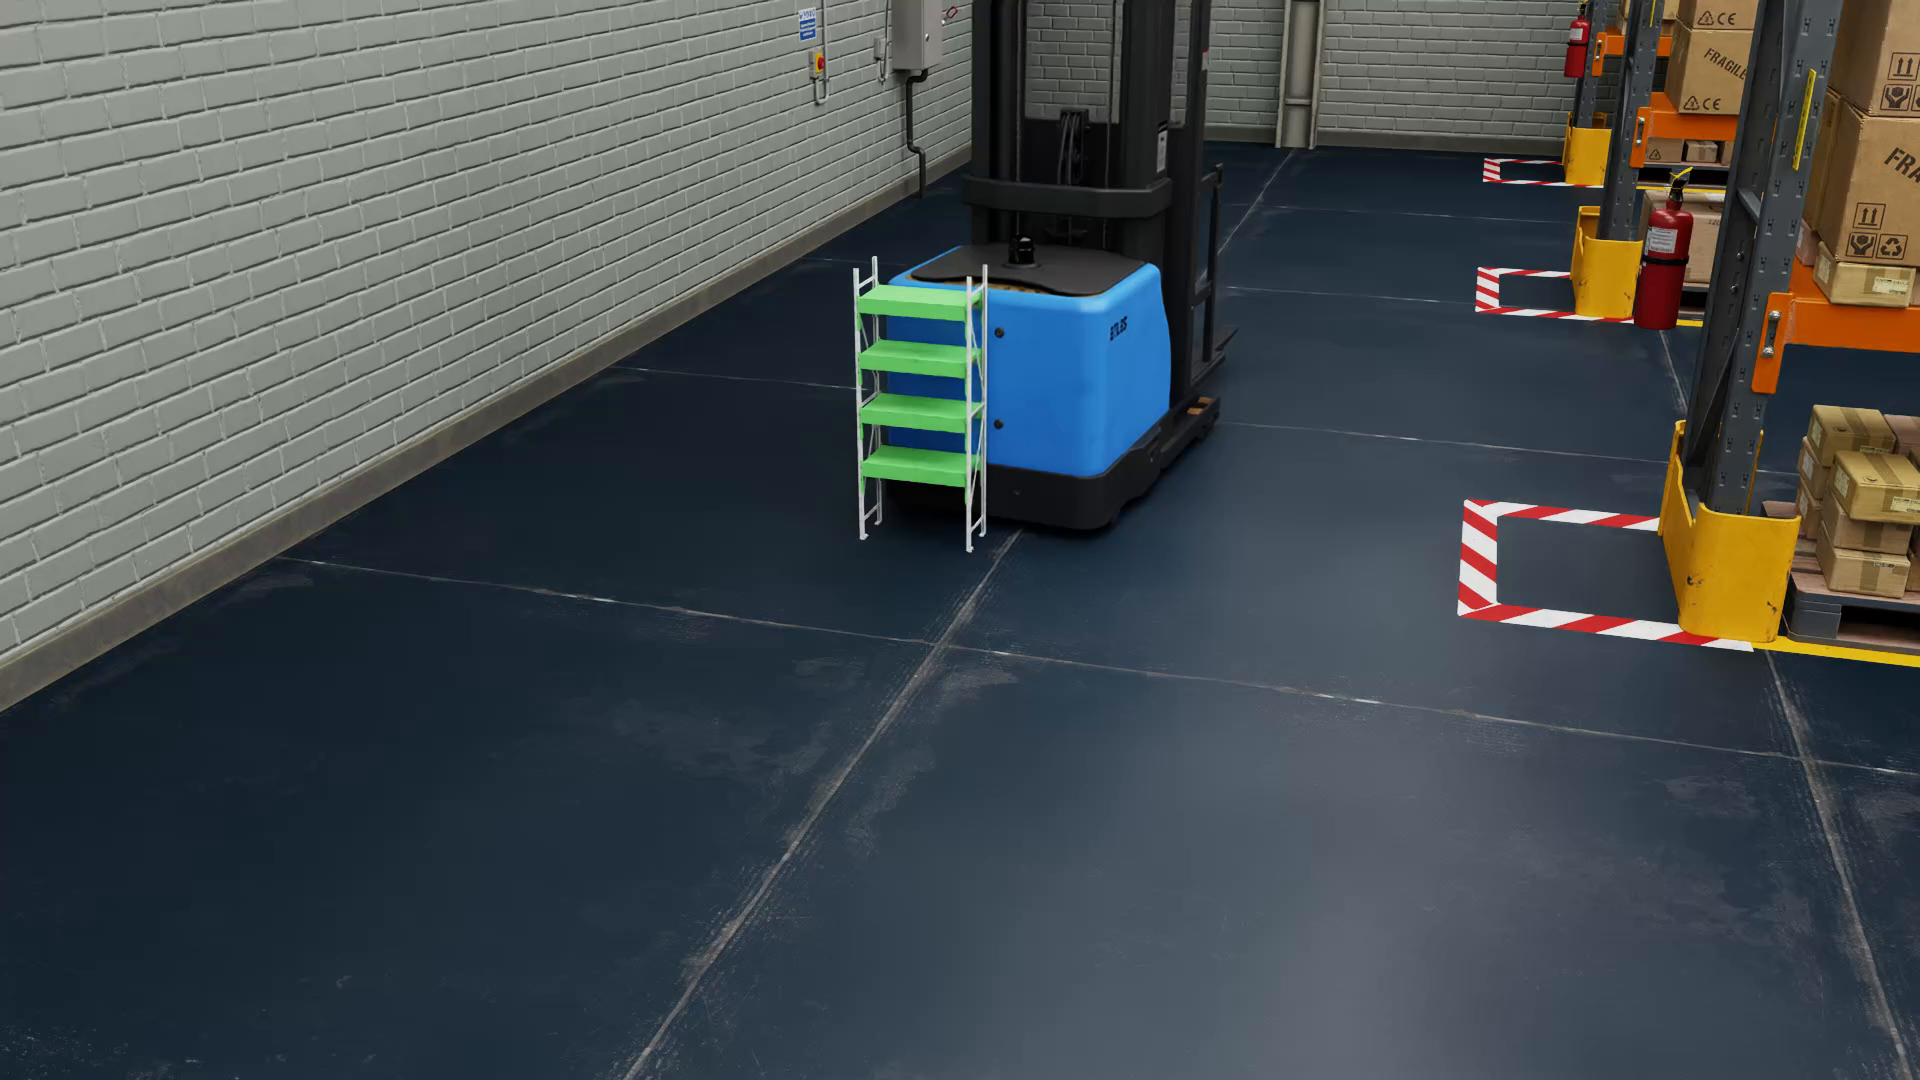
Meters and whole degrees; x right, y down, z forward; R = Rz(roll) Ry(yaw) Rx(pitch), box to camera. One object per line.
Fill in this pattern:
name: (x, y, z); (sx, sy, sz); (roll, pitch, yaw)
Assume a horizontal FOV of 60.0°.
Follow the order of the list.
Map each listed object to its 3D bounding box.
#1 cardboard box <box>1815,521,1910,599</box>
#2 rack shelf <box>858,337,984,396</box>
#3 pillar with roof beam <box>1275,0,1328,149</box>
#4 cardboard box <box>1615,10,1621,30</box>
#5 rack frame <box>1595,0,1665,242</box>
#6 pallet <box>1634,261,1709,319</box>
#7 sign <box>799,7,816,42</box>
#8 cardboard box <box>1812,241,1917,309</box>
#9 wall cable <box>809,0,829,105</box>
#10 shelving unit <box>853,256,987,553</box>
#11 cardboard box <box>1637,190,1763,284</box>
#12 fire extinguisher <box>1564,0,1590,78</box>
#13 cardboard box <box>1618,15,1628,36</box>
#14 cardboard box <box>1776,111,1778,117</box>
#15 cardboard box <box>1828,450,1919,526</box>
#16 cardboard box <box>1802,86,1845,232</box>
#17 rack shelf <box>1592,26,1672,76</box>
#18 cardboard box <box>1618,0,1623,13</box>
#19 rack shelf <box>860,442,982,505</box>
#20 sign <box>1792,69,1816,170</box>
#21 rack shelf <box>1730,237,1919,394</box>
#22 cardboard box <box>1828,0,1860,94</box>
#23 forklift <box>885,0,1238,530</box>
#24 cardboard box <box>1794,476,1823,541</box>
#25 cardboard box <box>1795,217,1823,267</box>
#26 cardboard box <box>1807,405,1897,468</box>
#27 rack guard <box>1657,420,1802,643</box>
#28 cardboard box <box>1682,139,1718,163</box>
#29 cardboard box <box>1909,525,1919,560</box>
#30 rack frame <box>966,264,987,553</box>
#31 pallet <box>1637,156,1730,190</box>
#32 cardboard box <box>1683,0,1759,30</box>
cardboard box: (3.442, 0.069, 6.351); (0.250, 0.149, 0.380); (7, 23, 17)
rack shelf: (-0.162, -0.735, 7.017); (0.480, 0.148, 0.258); (7, 23, 16)
pillar with roof beam: (2.231, -6.677, 11.690); (0.400, 9.000, 9.100); (7, 23, 16)
cardboard box: (6.191, -4.787, 15.320); (0.250, 0.149, 0.380); (6, 23, 15)
rack frame: (4.366, -3.039, 10.725); (0.127, 3.000, 1.000); (7, 23, 16)
pallet: (5.154, -1.689, 11.110); (1.213, 0.211, 1.003); (7, 23, 16)
sign: (-1.112, -3.762, 12.134); (0.001, 0.218, 0.327); (7, 23, 16)
cardboard box: (3.248, -0.958, 5.984); (0.250, 0.149, 0.380); (6, 23, 15)
wall cable: (-1.039, -4.133, 12.013); (0.123, 1.953, 0.585); (7, 23, 16)
shelving unit: (-0.162, -0.572, 7.084); (0.503, 1.200, 0.258); (7, 23, 16)
cardboard box: (5.026, -2.011, 11.044); (0.875, 0.438, 0.875); (6, 23, 14)
fire extinguisher: (5.522, -4.482, 14.838); (0.183, 0.674, 0.296); (7, 23, 16)
cardboard box: (6.031, -4.590, 14.840); (0.250, 0.149, 0.380); (6, 23, 15)
cardboard box: (5.235, -2.883, 10.213); (0.500, 0.500, 0.500); (6, 23, 15)
cardboard box: (3.436, -0.199, 6.221); (0.250, 0.149, 0.380); (5, 23, 13)
cardboard box: (3.537, -1.457, 6.346); (0.500, 0.500, 0.500); (7, 23, 17)
rack shelf: (7.711, -4.290, 14.725); (4.000, 0.370, 1.077); (7, 23, 16)
cardboard box: (6.313, -4.957, 15.207); (0.500, 0.250, 0.500); (7, 23, 17)
rack shelf: (-0.162, -0.291, 7.199); (0.480, 0.148, 0.258); (7, 23, 16)
sign: (2.876, -1.432, 5.669); (0.005, 0.325, 0.100); (7, 23, 16)
rack shelf: (4.947, -0.677, 5.916); (4.000, 0.370, 1.077); (7, 23, 16)
cardboard box: (3.543, -1.916, 6.147); (0.500, 0.500, 0.500); (6, 23, 14)
forklift: (0.713, -1.927, 8.105); (1.130, 2.935, 3.031); (9, 24, 22)
cardboard box: (3.597, -0.122, 6.819); (0.250, 0.149, 0.380); (7, 23, 16)
cardboard box: (3.426, -1.180, 6.525); (0.250, 0.149, 0.380); (7, 23, 16)
cardboard box: (3.613, -0.414, 6.745); (0.250, 0.149, 0.380); (7, 23, 16)
rack guard: (3.105, -0.064, 6.768); (0.348, 0.500, 1.175); (7, 23, 16)
cardboard box: (6.750, -3.556, 15.189); (0.250, 0.149, 0.380); (6, 23, 13)
cardboard box: (3.706, -0.041, 6.228); (0.250, 0.149, 0.380); (6, 23, 15)
rack frame: (0.071, -0.544, 7.015); (0.015, 1.200, 0.240); (7, 23, 16)
pallet: (6.632, -3.457, 15.420); (1.213, 0.211, 1.003); (7, 23, 16)
cardboard box: (4.743, -3.391, 10.136); (0.500, 0.500, 0.500); (6, 23, 14)
